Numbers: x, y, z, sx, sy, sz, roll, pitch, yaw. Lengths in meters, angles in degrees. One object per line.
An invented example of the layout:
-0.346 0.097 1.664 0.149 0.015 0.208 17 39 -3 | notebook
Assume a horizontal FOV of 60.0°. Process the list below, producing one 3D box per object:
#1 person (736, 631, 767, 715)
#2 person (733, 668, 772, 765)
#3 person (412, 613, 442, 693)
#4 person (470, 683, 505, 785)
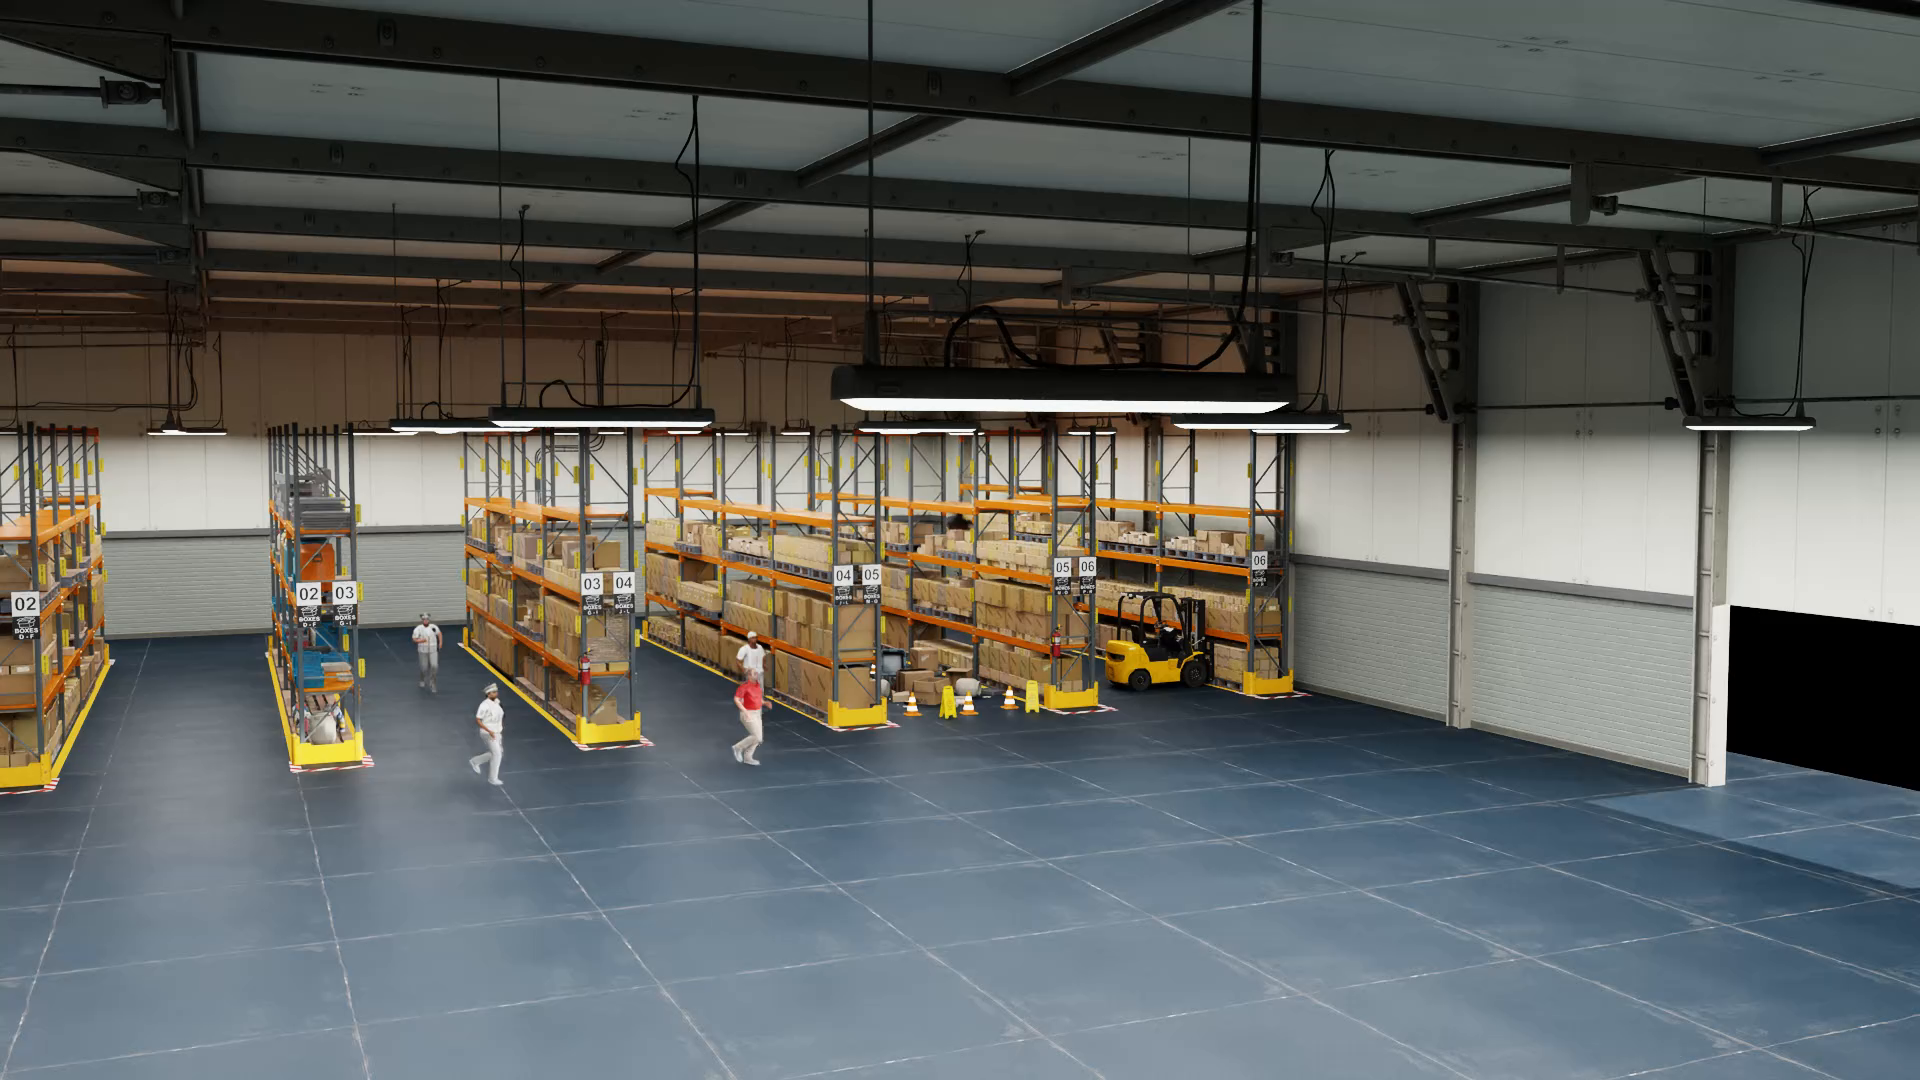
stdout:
-4.310 2.755 34.548 0.701 1.726 0.661 -3 4 -36 | person
-3.634 3.100 29.228 0.627 1.687 0.648 1 4 18 | person
-12.080 2.555 37.747 0.670 1.830 0.822 -2 4 -24 | person
-7.879 3.208 27.646 0.659 1.694 0.581 1 4 17 | person
